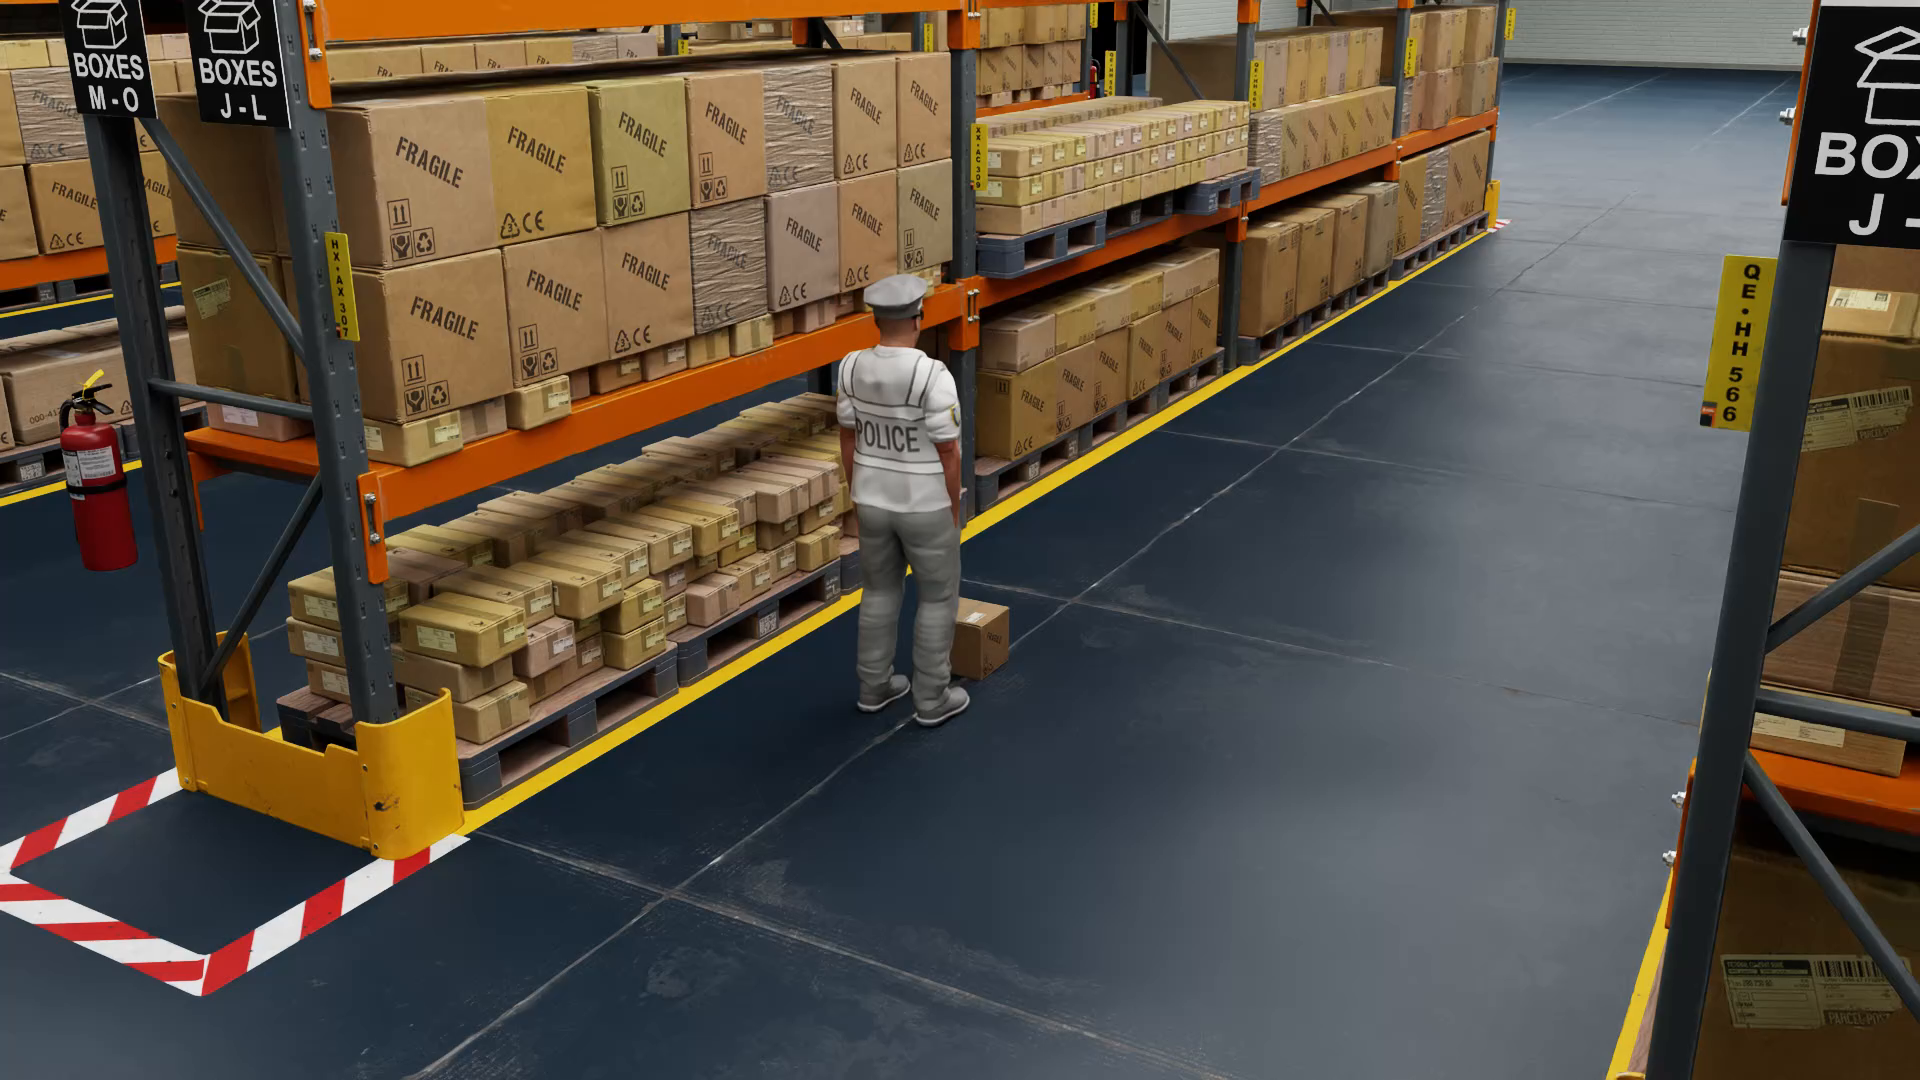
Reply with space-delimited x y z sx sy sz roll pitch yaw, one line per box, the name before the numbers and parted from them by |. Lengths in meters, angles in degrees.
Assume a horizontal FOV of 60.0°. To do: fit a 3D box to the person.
person | -0.213 -0.151 6.479 0.526 1.760 0.393 11 22 28
